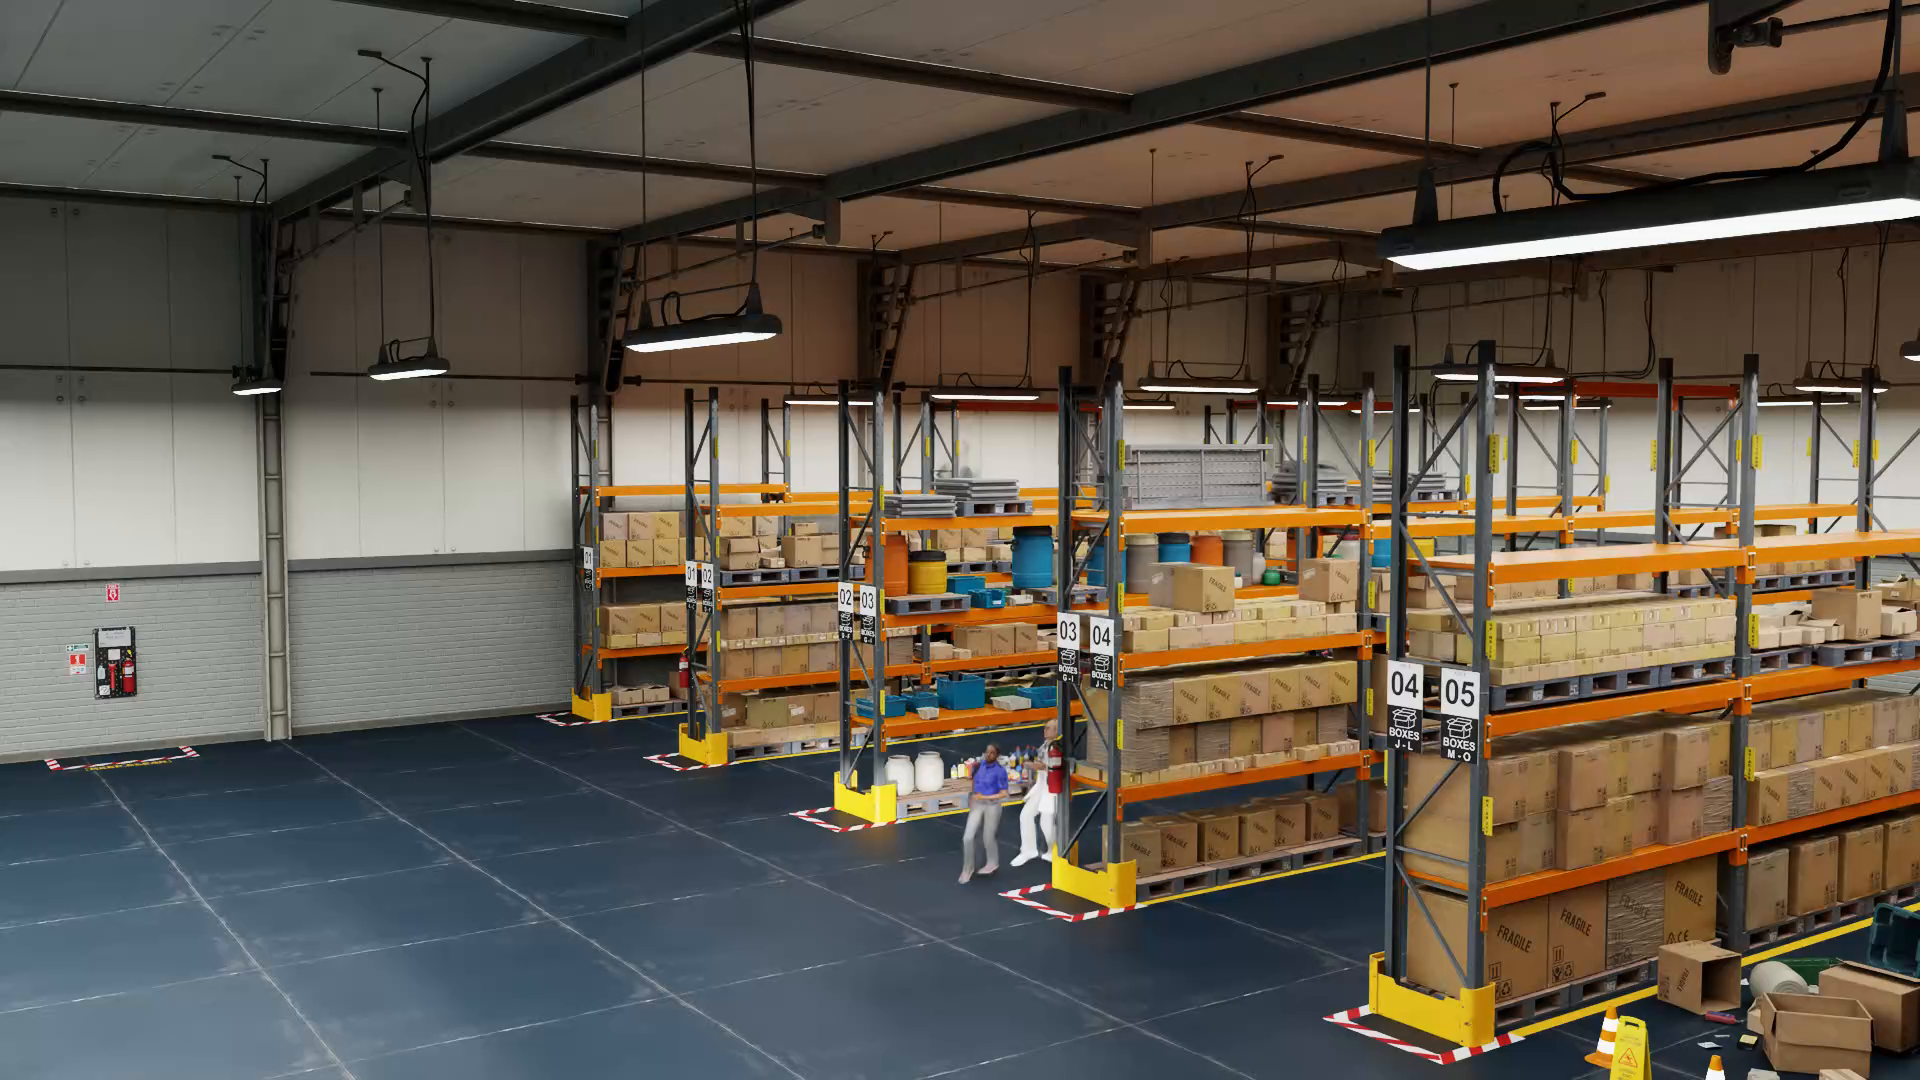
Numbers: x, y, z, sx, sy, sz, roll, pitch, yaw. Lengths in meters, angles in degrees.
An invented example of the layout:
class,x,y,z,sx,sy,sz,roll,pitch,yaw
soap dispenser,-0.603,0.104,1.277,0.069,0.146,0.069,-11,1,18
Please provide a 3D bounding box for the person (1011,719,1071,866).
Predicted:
class,x,y,z,sx,sy,sz,roll,pitch,yaw
person,1.034,3.069,20.232,0.810,1.767,0.691,-2,4,-33

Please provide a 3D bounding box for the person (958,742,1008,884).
class,x,y,z,sx,sy,sz,roll,pitch,yaw
person,0.340,3.200,19.466,0.575,1.683,0.682,2,4,31
